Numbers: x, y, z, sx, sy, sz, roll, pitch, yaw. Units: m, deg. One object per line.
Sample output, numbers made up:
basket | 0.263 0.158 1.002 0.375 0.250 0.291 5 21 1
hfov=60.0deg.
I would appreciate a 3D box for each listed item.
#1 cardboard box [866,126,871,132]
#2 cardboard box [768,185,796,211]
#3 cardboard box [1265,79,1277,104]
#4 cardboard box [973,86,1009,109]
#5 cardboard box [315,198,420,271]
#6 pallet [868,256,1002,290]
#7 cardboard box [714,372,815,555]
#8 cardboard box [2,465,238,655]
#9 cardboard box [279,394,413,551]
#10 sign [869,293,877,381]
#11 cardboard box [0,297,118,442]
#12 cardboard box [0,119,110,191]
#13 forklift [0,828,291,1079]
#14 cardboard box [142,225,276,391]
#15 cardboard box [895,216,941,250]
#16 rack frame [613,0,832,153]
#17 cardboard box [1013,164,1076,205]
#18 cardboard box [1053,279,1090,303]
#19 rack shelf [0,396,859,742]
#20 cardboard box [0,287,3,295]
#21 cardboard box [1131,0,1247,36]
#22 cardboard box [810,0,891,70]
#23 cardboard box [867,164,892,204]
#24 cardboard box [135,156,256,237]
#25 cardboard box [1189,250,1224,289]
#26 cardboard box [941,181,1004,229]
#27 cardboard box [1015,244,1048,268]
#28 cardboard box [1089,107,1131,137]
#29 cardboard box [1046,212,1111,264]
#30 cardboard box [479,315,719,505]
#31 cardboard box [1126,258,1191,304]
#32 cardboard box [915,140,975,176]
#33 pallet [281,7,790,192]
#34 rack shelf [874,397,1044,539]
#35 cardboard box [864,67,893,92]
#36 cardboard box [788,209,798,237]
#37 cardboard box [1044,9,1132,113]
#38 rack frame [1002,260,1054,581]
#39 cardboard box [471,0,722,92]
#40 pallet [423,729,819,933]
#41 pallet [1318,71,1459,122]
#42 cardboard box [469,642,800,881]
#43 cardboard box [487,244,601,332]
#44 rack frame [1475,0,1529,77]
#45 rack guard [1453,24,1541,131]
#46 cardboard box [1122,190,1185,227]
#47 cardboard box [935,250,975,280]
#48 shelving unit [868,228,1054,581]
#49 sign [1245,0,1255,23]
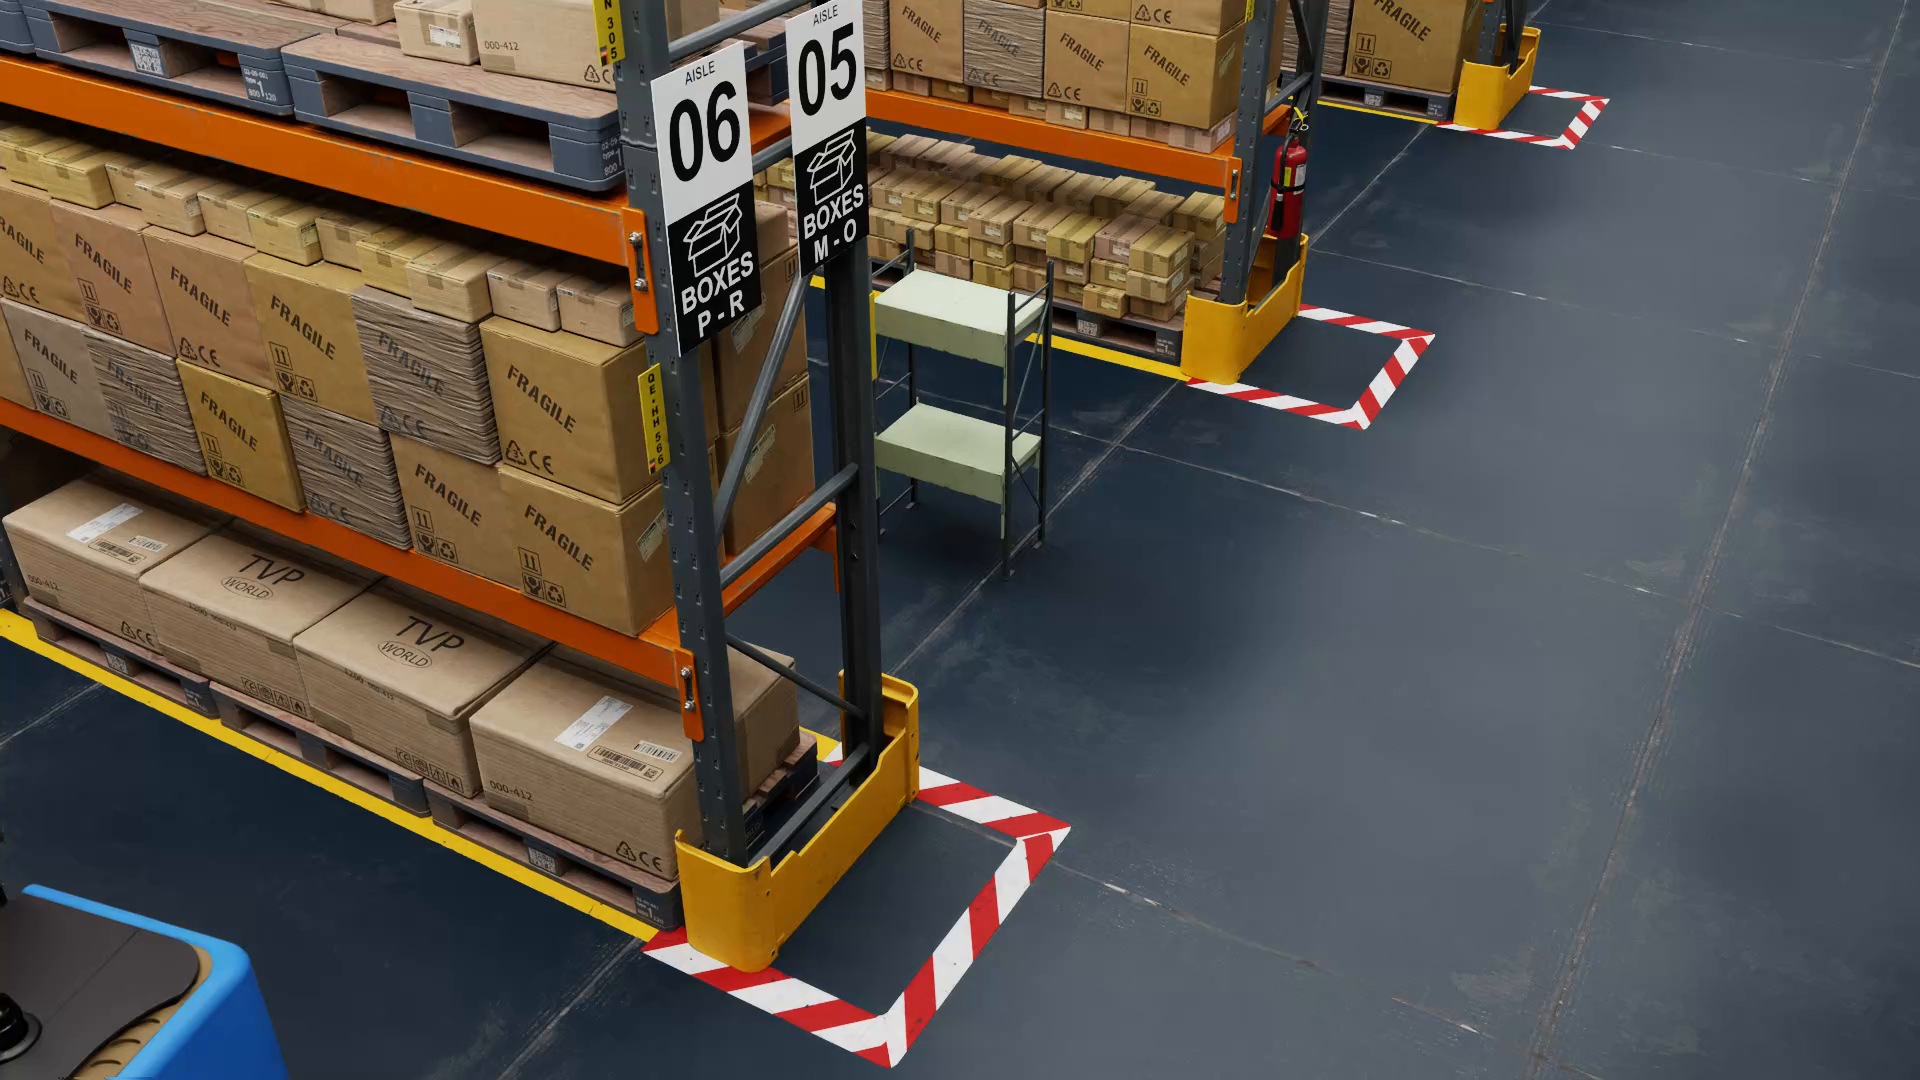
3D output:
cardboard box | -0.805 -2.682 11.228 0.250 0.149 0.380 17 37 24
cardboard box | -1.054 -2.317 10.948 0.250 0.149 0.380 17 37 24
cardboard box | 1.650 -2.577 9.640 0.250 0.149 0.380 17 37 24
cardboard box | 0.271 -2.681 9.796 0.250 0.149 0.380 16 37 22
cardboard box | -1.899 -1.039 5.526 0.250 0.149 0.380 17 37 24
pallet | -0.040 -1.872 10.870 1.213 0.211 1.003 18 37 24
cardboard box | -0.874 -0.337 5.959 0.500 0.500 0.500 17 37 24
cardboard box | -3.580 -0.009 7.490 0.875 0.438 0.875 17 37 24
cardboard box | -2.029 -0.354 5.985 0.500 0.500 0.500 19 38 26
sign | -0.319 -0.684 5.718 0.005 0.325 0.100 18 37 24
cardboard box | -3.360 -0.771 6.612 0.500 0.500 0.500 18 38 25
cardboard box | -3.268 -1.430 6.114 0.250 0.149 0.380 17 37 24
forklift | -3.530 0.792 4.416 3.031 2.935 1.130 11 35 16
cardboard box | -2.468 -0.907 5.914 0.500 0.500 0.500 17 37 24
cardboard box | -0.205 -1.975 10.434 0.250 0.149 0.380 18 38 25
rack frame | -0.599 -2.522 3.918 0.127 3.000 1.000 18 37 24
cardboard box | 0.536 -2.236 10.558 0.250 0.149 0.380 19 38 26
cardboard box | 0.748 -1.603 10.145 0.250 0.149 0.380 17 37 24
rack shelf | -2.336 -0.276 6.607 4.000 0.370 1.077 18 37 24
cardboard box | -3.779 -1.335 6.557 0.500 0.500 0.500 18 38 25
cardboard box | 1.248 -3.023 8.822 0.500 0.500 0.500 17 37 23
cardboard box | -0.546 -3.154 9.922 0.500 0.500 0.500 17 37 23
cardboard box | -0.636 -2.256 10.588 0.250 0.149 0.380 18 38 25
cardboard box | -2.614 -1.213 5.788 0.250 0.149 0.380 18 38 25
cardboard box | 1.473 -1.721 10.322 0.250 0.149 0.380 18 38 25
cardboard box | 0.078 -2.076 10.317 0.250 0.149 0.380 16 37 23
cardboard box | 0.535 -1.820 10.202 0.250 0.149 0.380 17 37 24
cardboard box | 0.923 -2.432 9.423 0.250 0.149 0.380 17 37 24
cardboard box | 0.706 -1.801 9.905 0.250 0.149 0.380 17 37 23
cardboard box | -1.136 -0.501 5.303 0.500 0.500 0.500 19 38 26
cardboard box | 1.169 -1.555 9.803 0.250 0.149 0.380 17 37 23
cardboard box | -0.097 -2.475 10.917 0.250 0.149 0.380 16 37 23
pallet | -1.249 -1.436 5.073 1.213 0.211 1.003 18 37 24
rack shelf | -0.006 -0.355 8.018 0.720 0.370 0.431 18 37 24
cardboard box | -0.453 -2.856 10.059 0.250 0.149 0.380 19 38 26
cardboard box | -1.074 -2.152 10.968 0.250 0.149 0.380 17 37 24
cardboard box | 0.807 -2.744 9.306 0.500 0.500 0.500 17 37 24
rack frame | 0.312 -0.525 7.686 0.023 1.500 0.400 18 37 24
cardboard box | -1.035 -1.508 4.768 0.500 0.250 0.500 14 36 20
pallet | -1.332 0.954 6.628 1.213 0.211 1.003 18 37 24
pallet | 3.585 -3.815 13.789 1.213 0.211 1.003 18 37 24
cardboard box | -1.222 0.733 6.375 0.875 0.438 0.875 16 37 23
cardboard box | -1.243 -0.813 5.188 0.250 0.149 0.380 18 38 25
rack frame | 4.318 -4.794 12.743 0.127 3.000 1.000 18 37 24
rack guard | 4.339 -3.747 13.426 0.348 0.500 1.175 18 37 24
cardboard box | 1.184 -1.996 10.198 0.250 0.149 0.380 18 38 25
cardboard box | 0.048 -1.790 10.425 0.250 0.149 0.380 18 38 25
shelving unit | -0.006 -0.626 7.837 0.755 1.500 0.431 18 37 24
sign | 1.476 -2.787 8.399 0.005 0.325 0.100 18 37 24
